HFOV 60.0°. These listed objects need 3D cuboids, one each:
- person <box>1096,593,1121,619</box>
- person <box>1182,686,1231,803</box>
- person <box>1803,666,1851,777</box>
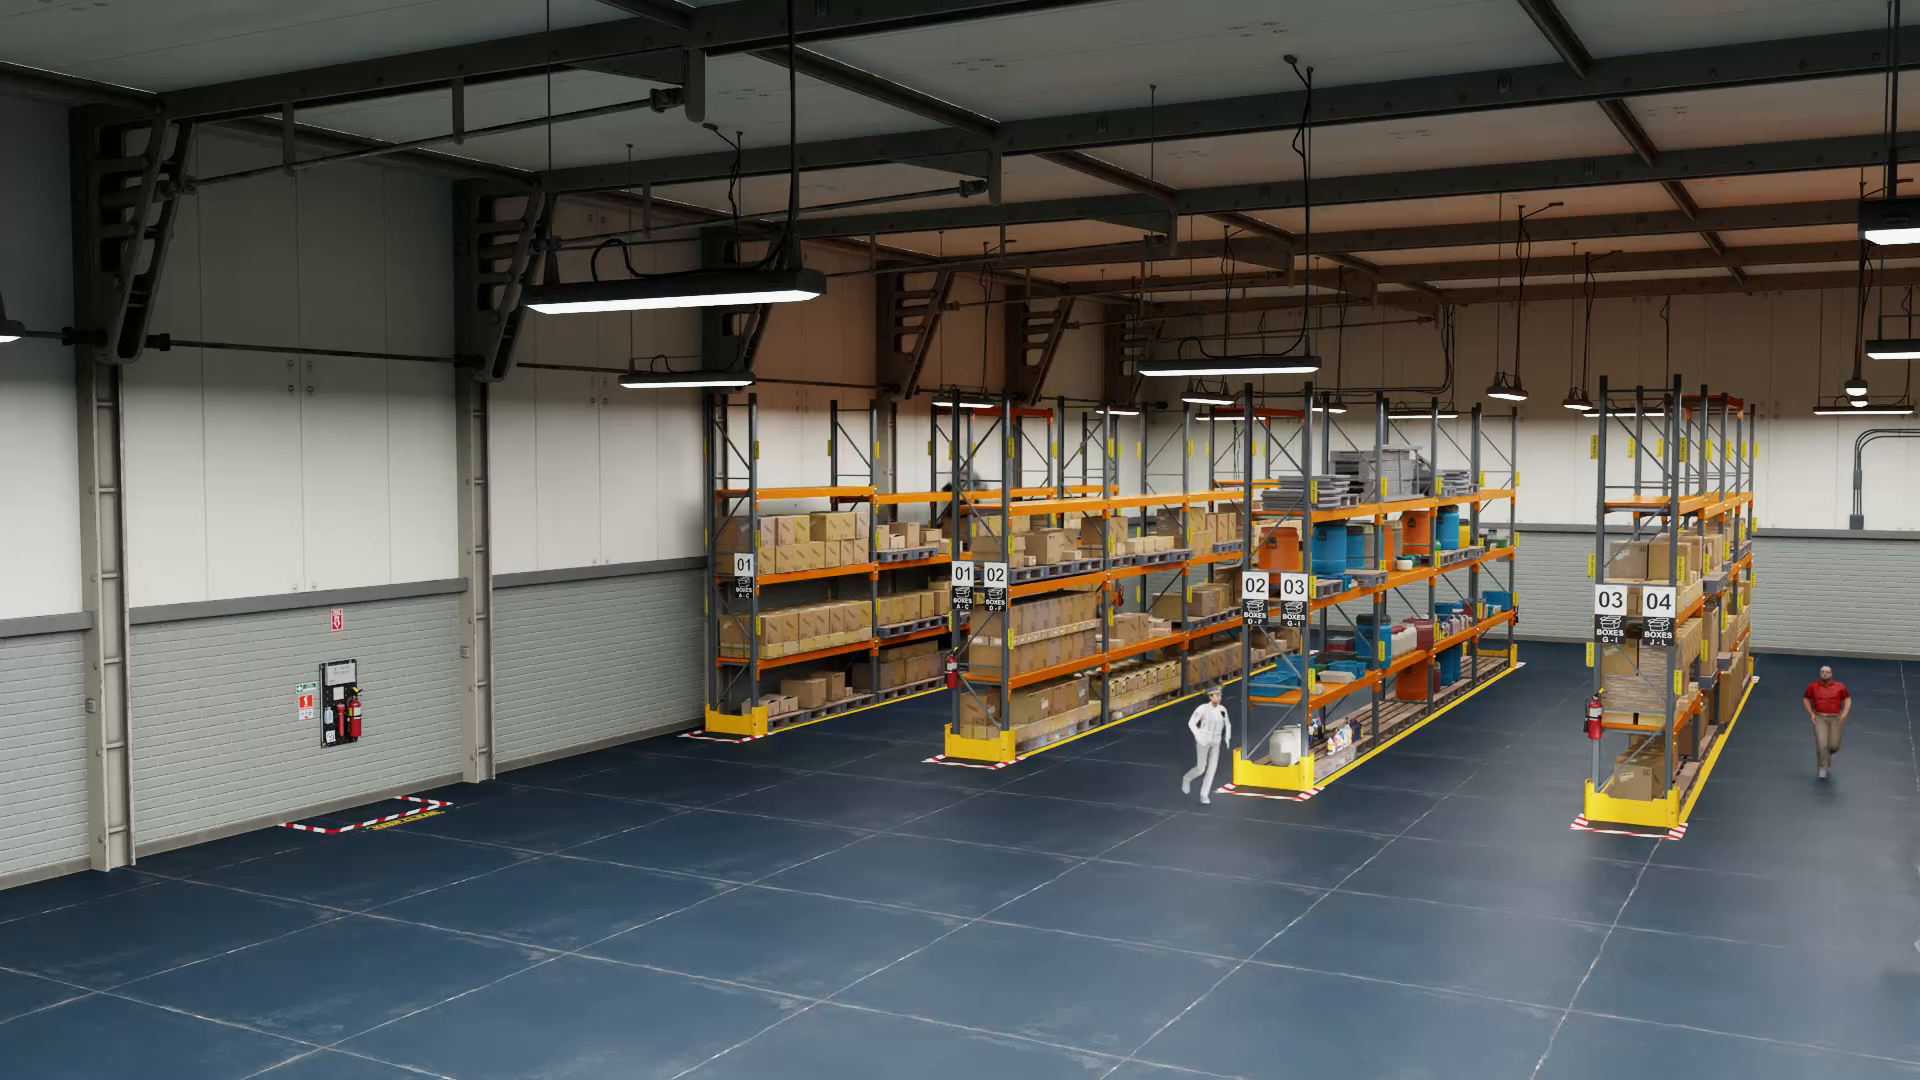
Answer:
[{"bbox_3d":[3.042,2.029,35.456,0.651,1.807,0.689,2,4,29],"label":"person"},{"bbox_3d":[3.589,2.892,23.787,0.671,1.634,0.696,-1,3,-16],"label":"person"},{"bbox_3d":[13.352,2.780,25.631,0.660,1.694,0.569,1,3,25],"label":"person"}]
